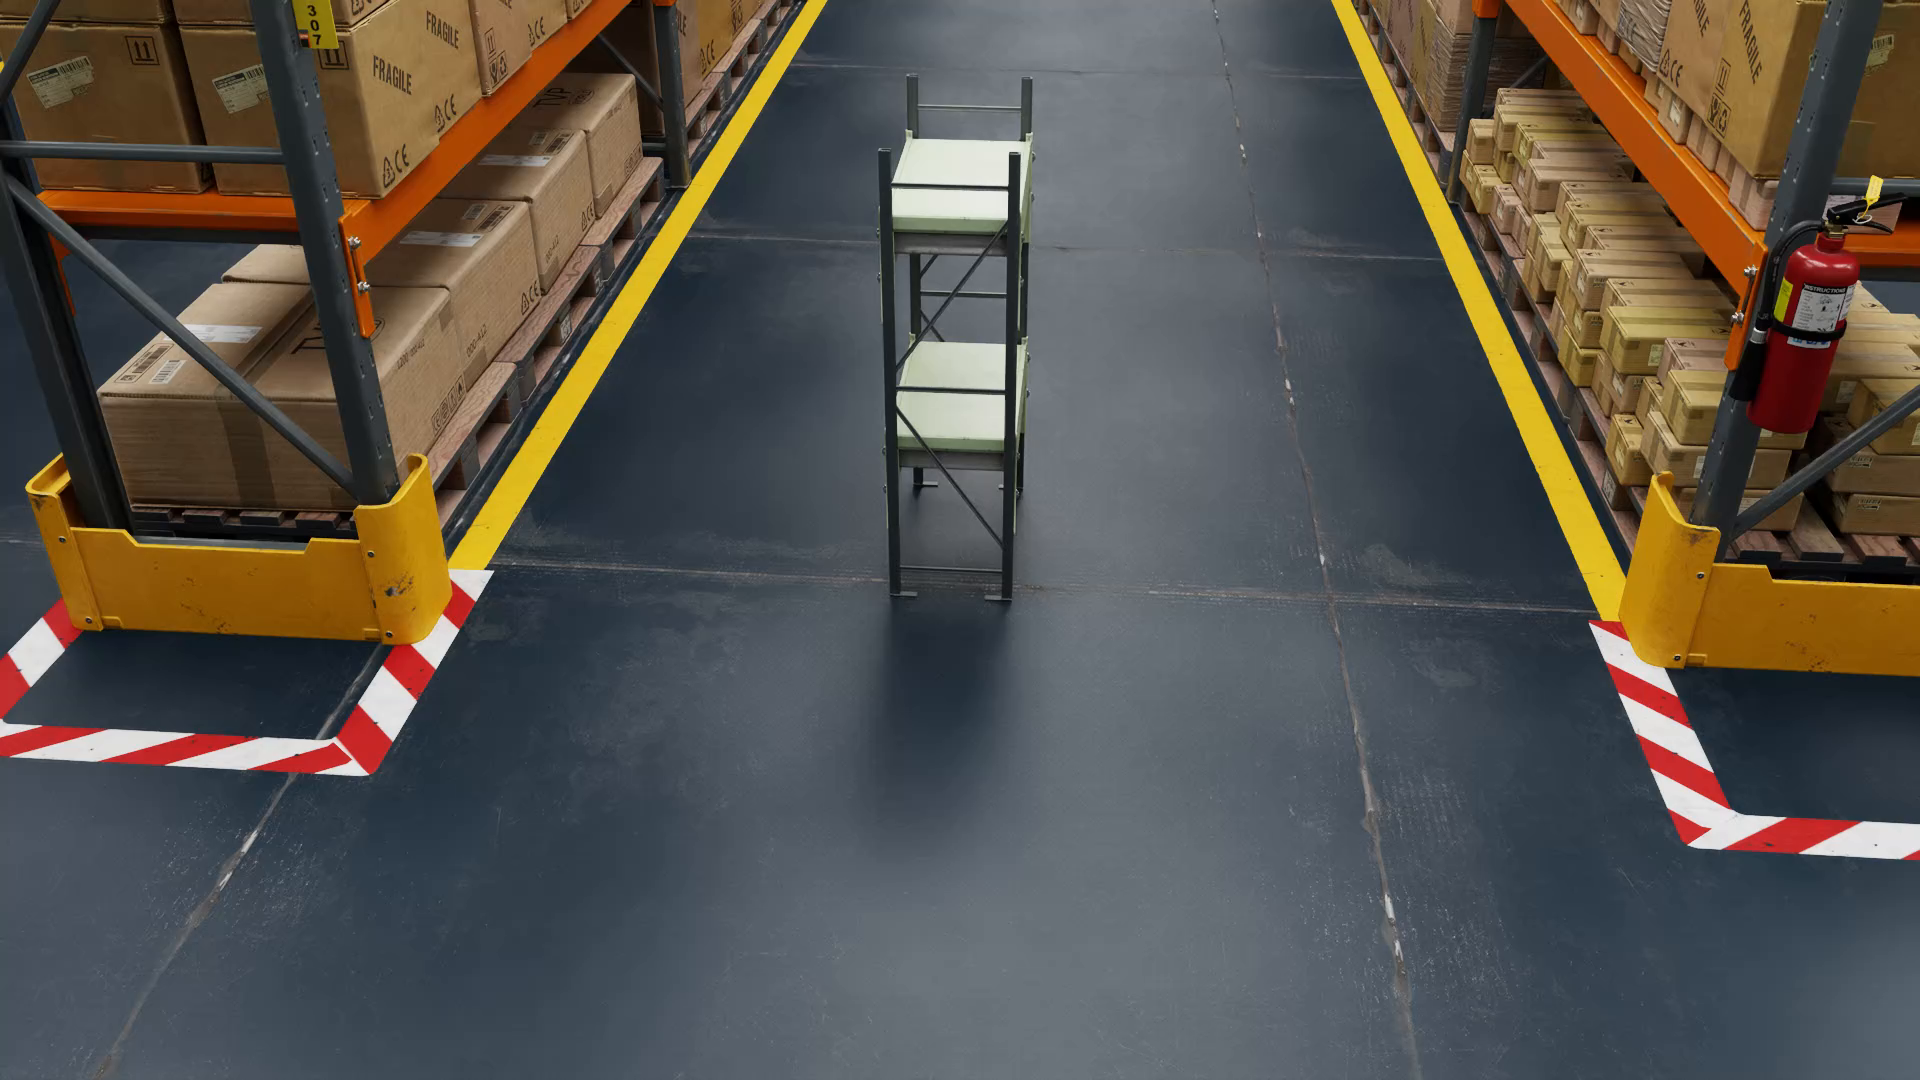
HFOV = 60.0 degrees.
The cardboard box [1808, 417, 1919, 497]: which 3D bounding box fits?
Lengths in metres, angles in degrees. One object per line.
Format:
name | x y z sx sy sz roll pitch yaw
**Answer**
cardboard box | 2.987 -0.267 5.358 0.380 0.149 0.250 4 32 6

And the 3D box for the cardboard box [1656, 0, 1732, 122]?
cardboard box | 2.516 -1.597 5.103 0.500 0.500 0.500 2 32 3

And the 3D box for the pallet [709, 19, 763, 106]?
pallet | -1.843 -3.022 10.452 1.003 0.211 1.213 2 32 4

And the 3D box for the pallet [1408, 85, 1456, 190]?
pallet | 3.076 -2.224 9.157 1.003 0.211 1.213 2 32 4

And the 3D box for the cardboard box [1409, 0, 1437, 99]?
cardboard box | 2.865 -2.785 9.392 0.500 0.500 0.500 2 32 3

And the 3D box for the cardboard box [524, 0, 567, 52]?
cardboard box | -1.831 -2.146 6.277 0.500 0.500 0.500 3 32 6

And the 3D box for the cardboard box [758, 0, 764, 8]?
cardboard box | -1.741 -4.171 11.283 0.875 0.875 0.875 2 32 4

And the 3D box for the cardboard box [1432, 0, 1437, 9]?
cardboard box | 2.878 -3.106 9.199 0.500 0.250 0.500 4 32 6

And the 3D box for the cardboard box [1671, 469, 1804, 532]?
cardboard box | 2.523 -0.162 5.470 0.380 0.149 0.250 3 32 5

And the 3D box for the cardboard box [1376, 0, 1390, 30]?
cardboard box | 2.990 -3.588 10.695 0.500 0.500 0.500 3 32 5

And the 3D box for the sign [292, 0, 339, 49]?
sign | -1.701 -1.446 4.337 0.100 0.325 0.005 2 32 4

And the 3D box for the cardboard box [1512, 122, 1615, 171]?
cardboard box | 2.727 -1.775 7.521 0.380 0.149 0.250 2 32 3

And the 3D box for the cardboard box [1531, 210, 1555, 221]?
cardboard box | 2.680 -1.371 7.149 0.380 0.149 0.250 4 32 6

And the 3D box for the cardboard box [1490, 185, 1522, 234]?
cardboard box | 2.674 -1.521 7.676 0.380 0.149 0.250 2 32 4

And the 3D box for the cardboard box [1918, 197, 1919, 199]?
cardboard box | 3.021 -1.096 4.908 0.380 0.149 0.250 4 32 6

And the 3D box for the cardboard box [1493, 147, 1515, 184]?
cardboard box | 2.734 -1.784 7.819 0.380 0.149 0.250 3 32 4

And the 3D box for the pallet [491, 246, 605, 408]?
pallet | -2.164 -0.941 7.076 1.003 0.211 1.213 2 32 4

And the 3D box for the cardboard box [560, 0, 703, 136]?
cardboard box | -1.957 -2.764 9.001 0.875 0.875 0.875 3 32 6

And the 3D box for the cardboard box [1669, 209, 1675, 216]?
cardboard box | 3.172 -1.373 7.153 0.380 0.149 0.250 3 32 5

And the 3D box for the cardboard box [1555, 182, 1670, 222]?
cardboard box | 2.686 -1.362 6.851 0.380 0.149 0.250 1 32 2

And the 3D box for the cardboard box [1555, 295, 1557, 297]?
cardboard box | 2.654 -0.972 6.784 0.380 0.149 0.250 3 32 5

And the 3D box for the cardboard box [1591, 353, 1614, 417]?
cardboard box | 2.558 -0.564 6.124 0.380 0.149 0.250 3 32 4

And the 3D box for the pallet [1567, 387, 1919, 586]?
pallet | 2.796 -0.188 5.854 1.003 0.211 1.213 2 32 4

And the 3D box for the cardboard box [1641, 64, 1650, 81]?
cardboard box | 2.626 -1.658 5.820 0.380 0.149 0.250 1 32 2

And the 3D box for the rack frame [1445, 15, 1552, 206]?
rack frame | 3.014 -3.004 7.765 1.000 3.000 0.127 2 32 4

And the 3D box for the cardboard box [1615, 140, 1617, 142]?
cardboard box | 3.263 -1.890 7.707 0.380 0.149 0.250 3 32 5

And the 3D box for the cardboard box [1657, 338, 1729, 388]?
cardboard box | 2.557 -0.547 5.529 0.380 0.149 0.250 3 32 5

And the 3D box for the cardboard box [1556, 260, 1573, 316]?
cardboard box | 2.556 -0.969 6.496 0.380 0.149 0.250 4 32 6

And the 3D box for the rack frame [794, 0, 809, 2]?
rack frame | -1.602 -5.254 11.417 1.000 3.000 0.127 2 32 4

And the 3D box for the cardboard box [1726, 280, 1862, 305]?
cardboard box | 3.090 -0.944 6.172 0.380 0.149 0.250 4 32 6

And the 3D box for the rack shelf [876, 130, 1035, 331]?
rack shelf | 0.001 -0.974 5.157 0.431 0.370 0.720 2 32 4

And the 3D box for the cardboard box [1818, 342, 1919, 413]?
cardboard box | 2.972 -0.539 5.516 0.380 0.149 0.250 3 32 5

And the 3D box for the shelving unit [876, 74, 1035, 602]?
shelving unit | 0.001 -0.642 5.362 0.431 1.500 0.755 2 32 4

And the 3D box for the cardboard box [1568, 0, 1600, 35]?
cardboard box | 2.606 -2.072 6.493 0.380 0.149 0.250 4 32 6

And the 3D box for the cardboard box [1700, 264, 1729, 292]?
cardboard box | 3.034 -0.955 6.475 0.380 0.149 0.250 4 32 7

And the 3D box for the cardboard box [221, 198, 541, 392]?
cardboard box | -2.233 -0.987 6.535 0.875 0.438 0.875 3 32 5

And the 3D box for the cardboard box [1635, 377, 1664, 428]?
cardboard box | 2.522 -0.427 5.617 0.380 0.149 0.250 2 32 3

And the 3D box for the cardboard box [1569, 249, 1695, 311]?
cardboard box | 2.502 -0.964 6.205 0.380 0.149 0.250 4 32 6

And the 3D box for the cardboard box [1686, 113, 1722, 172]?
cardboard box | 2.496 -1.248 5.156 0.380 0.149 0.250 2 32 4

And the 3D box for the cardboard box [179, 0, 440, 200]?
cardboard box | -1.928 -1.352 4.990 0.500 0.500 0.500 2 32 4

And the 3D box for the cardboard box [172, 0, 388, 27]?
cardboard box | -1.930 -1.778 4.728 0.500 0.500 0.500 2 32 3

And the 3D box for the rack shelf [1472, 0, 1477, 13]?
rack shelf | 3.177 -3.743 9.651 1.077 0.370 4.000 2 32 4
